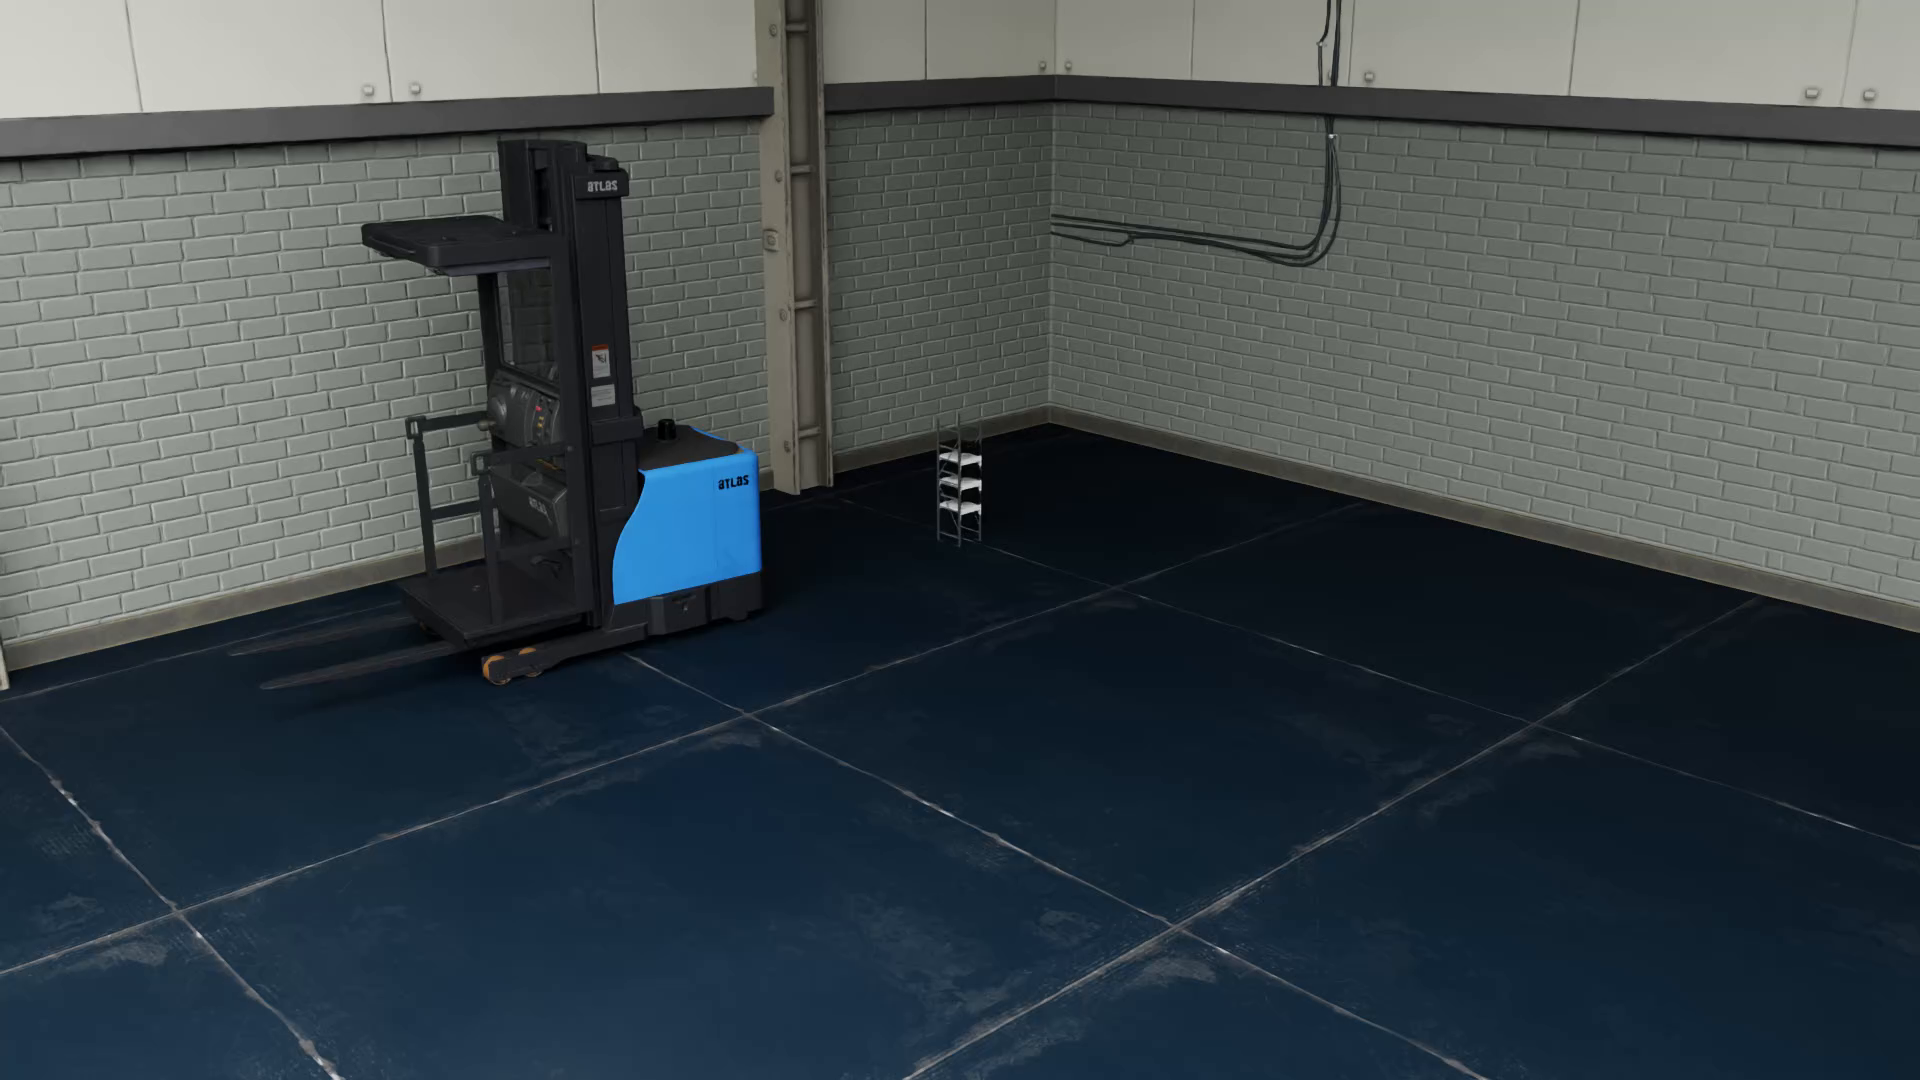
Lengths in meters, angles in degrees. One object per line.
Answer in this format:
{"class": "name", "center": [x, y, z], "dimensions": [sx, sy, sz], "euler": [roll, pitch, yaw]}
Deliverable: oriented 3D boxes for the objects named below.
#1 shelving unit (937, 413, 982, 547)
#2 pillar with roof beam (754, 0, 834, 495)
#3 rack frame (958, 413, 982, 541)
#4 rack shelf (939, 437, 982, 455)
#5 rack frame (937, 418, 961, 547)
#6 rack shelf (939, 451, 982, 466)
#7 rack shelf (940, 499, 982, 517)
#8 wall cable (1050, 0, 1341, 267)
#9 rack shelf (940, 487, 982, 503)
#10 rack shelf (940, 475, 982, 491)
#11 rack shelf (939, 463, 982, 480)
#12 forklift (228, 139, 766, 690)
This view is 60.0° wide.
{"class": "shelving unit", "center": [-0.006, -0.426, 11.841], "dimensions": [0.210, 0.900, 0.258], "euler": [-16, 24, -41]}
{"class": "pillar with roof beam", "center": [1.701, -3.743, 8.939], "dimensions": [0.400, 9.000, 9.100], "euler": [-16, 24, -41]}
{"class": "rack frame", "center": [0.068, -0.448, 11.907], "dimensions": [0.006, 0.900, 0.240], "euler": [-16, 24, -41]}
{"class": "rack shelf", "center": [-0.006, -0.651, 11.768], "dimensions": [0.200, 0.077, 0.258], "euler": [-16, 24, -41]}
{"class": "rack frame", "center": [-0.080, -0.405, 11.774], "dimensions": [0.006, 0.900, 0.240], "euler": [-16, 24, -41]}
{"class": "rack shelf", "center": [-0.006, -0.566, 11.795], "dimensions": [0.200, 0.077, 0.258], "euler": [-16, 24, -41]}
{"class": "rack shelf", "center": [-0.006, -0.223, 11.906], "dimensions": [0.200, 0.077, 0.258], "euler": [-16, 24, -41]}
{"class": "wall cable", "center": [1.792, -3.559, 13.405], "dimensions": [0.112, 2.526, 3.097], "euler": [-16, 24, -41]}
{"class": "rack shelf", "center": [-0.006, -0.309, 11.879], "dimensions": [0.200, 0.077, 0.258], "euler": [-16, 24, -41]}
{"class": "rack shelf", "center": [-0.006, -0.395, 11.851], "dimensions": [0.200, 0.077, 0.258], "euler": [-16, 24, -41]}
{"class": "rack shelf", "center": [-0.006, -0.480, 11.823], "dimensions": [0.200, 0.077, 0.258], "euler": [-16, 24, -41]}
{"class": "forklift", "center": [-2.702, -0.755, 9.561], "dimensions": [3.031, 2.935, 1.130], "euler": [-13, 22, -35]}
